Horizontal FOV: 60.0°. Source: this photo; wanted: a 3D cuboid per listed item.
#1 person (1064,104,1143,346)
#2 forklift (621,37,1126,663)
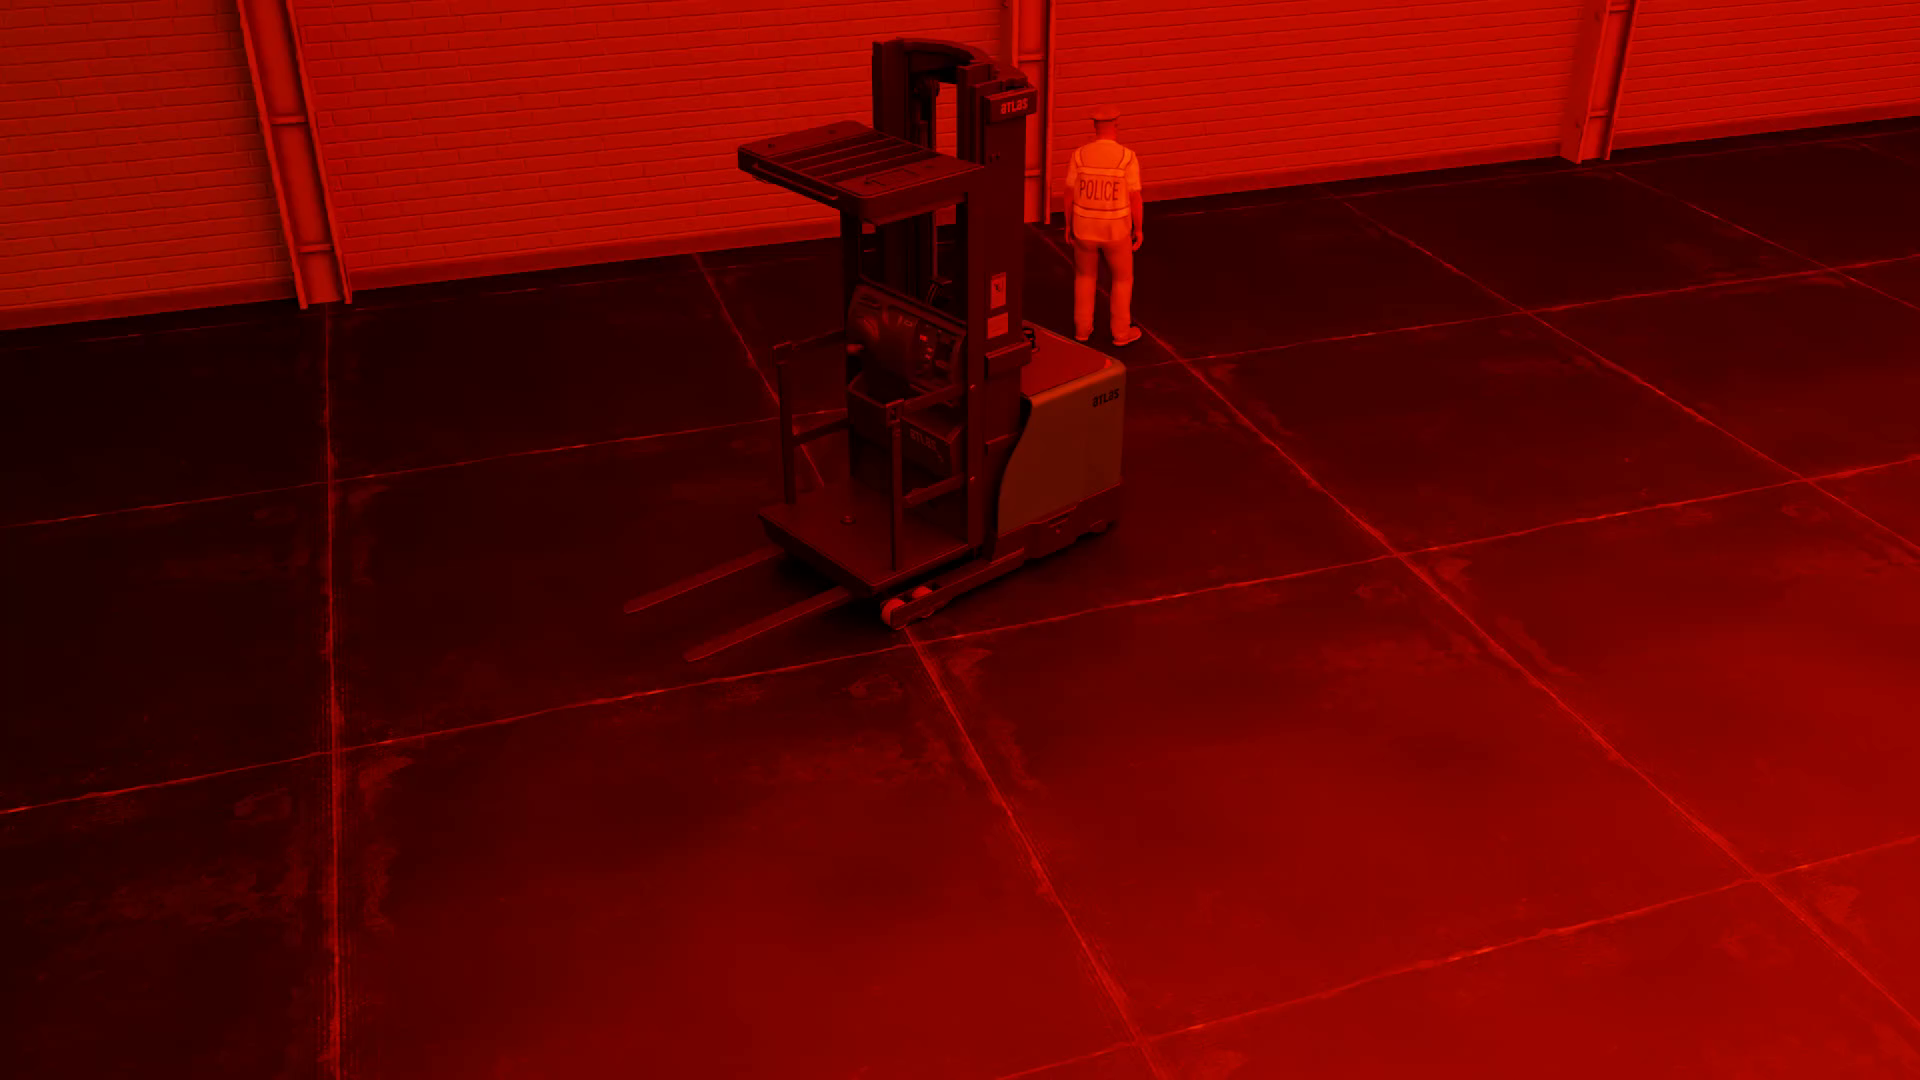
[{"bbox_3d":[1.057,-2.289,12.251,0.599,1.747,0.443,9,31,15],"label":"person"},{"bbox_3d":[-0.461,-1.072,8.951,3.031,2.935,1.130,-23,37,-34],"label":"forklift"}]
